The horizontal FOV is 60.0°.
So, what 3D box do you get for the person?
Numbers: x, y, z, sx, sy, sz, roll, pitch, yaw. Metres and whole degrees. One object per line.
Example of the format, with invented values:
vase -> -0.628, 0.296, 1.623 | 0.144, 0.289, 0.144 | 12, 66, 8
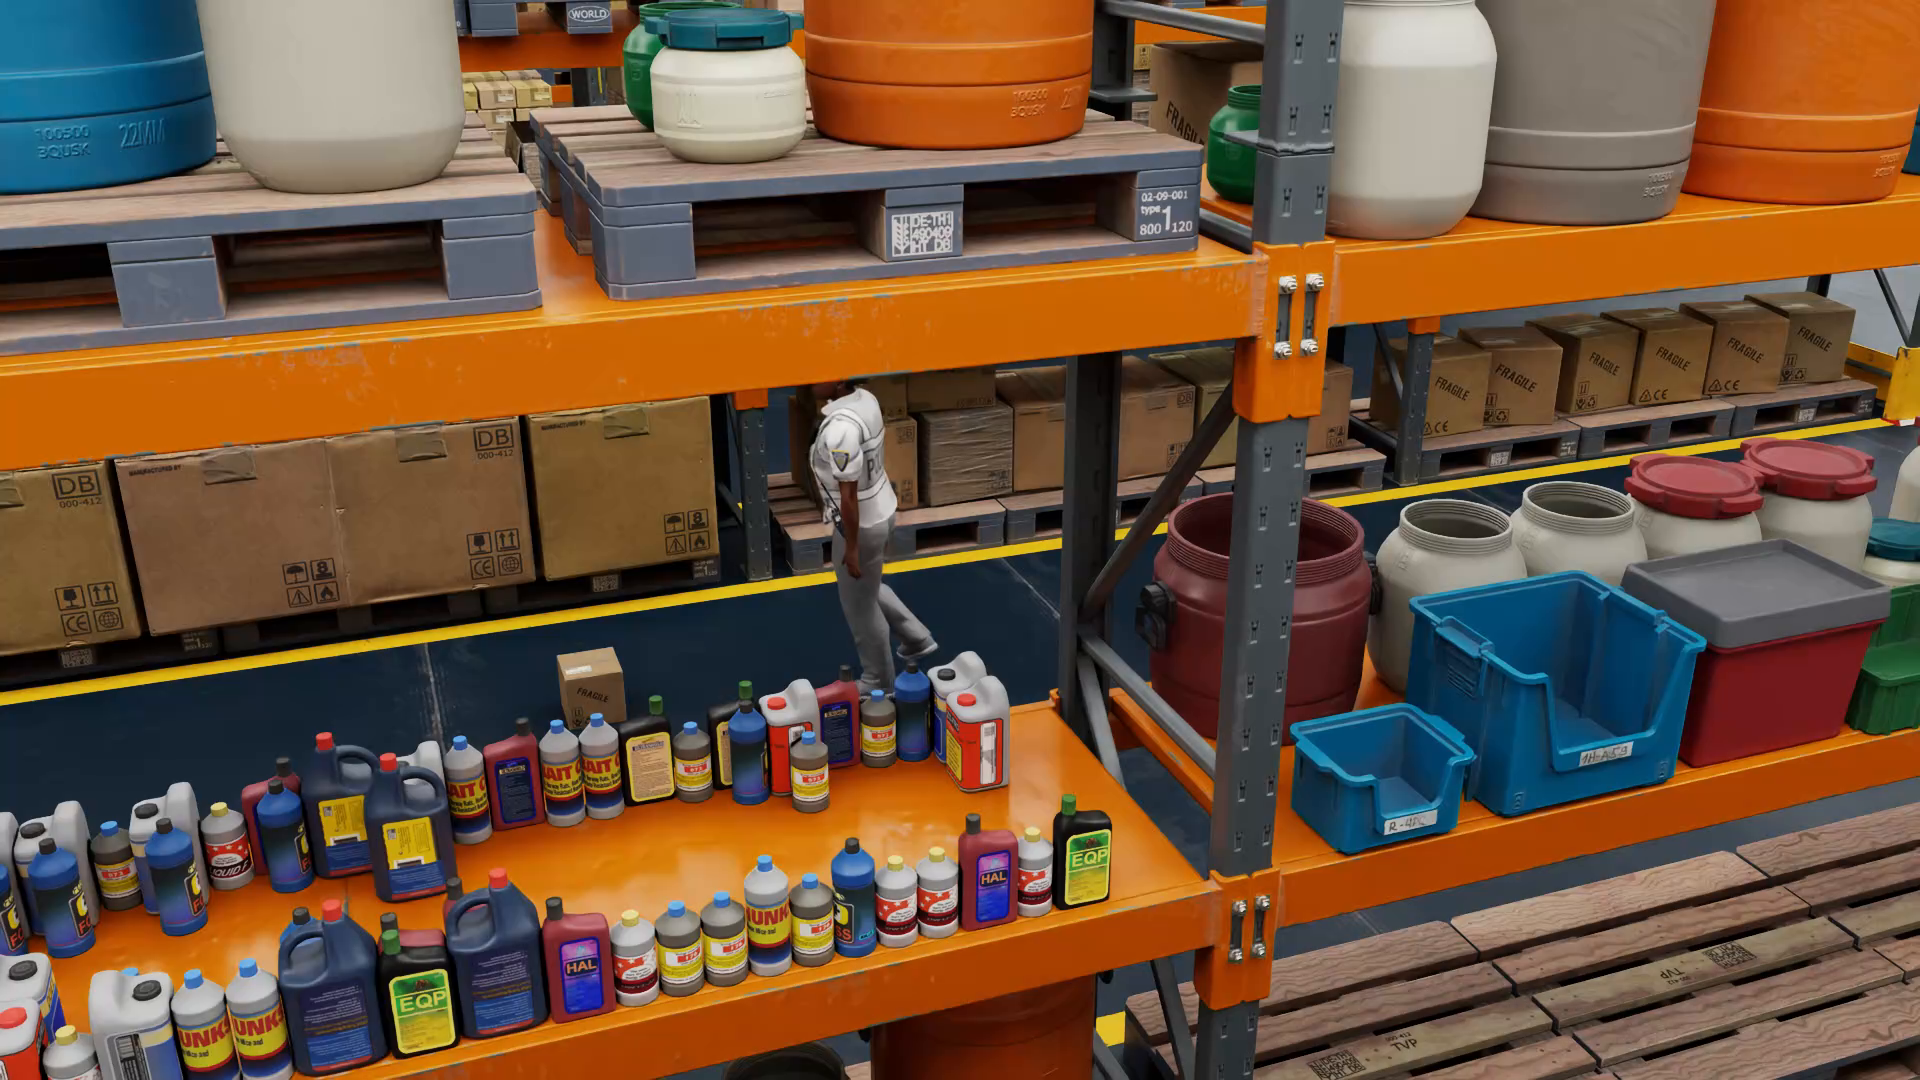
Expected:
person -> -0.374, -0.074, 7.235 | 0.526, 1.672, 0.529 | 4, 23, 10
